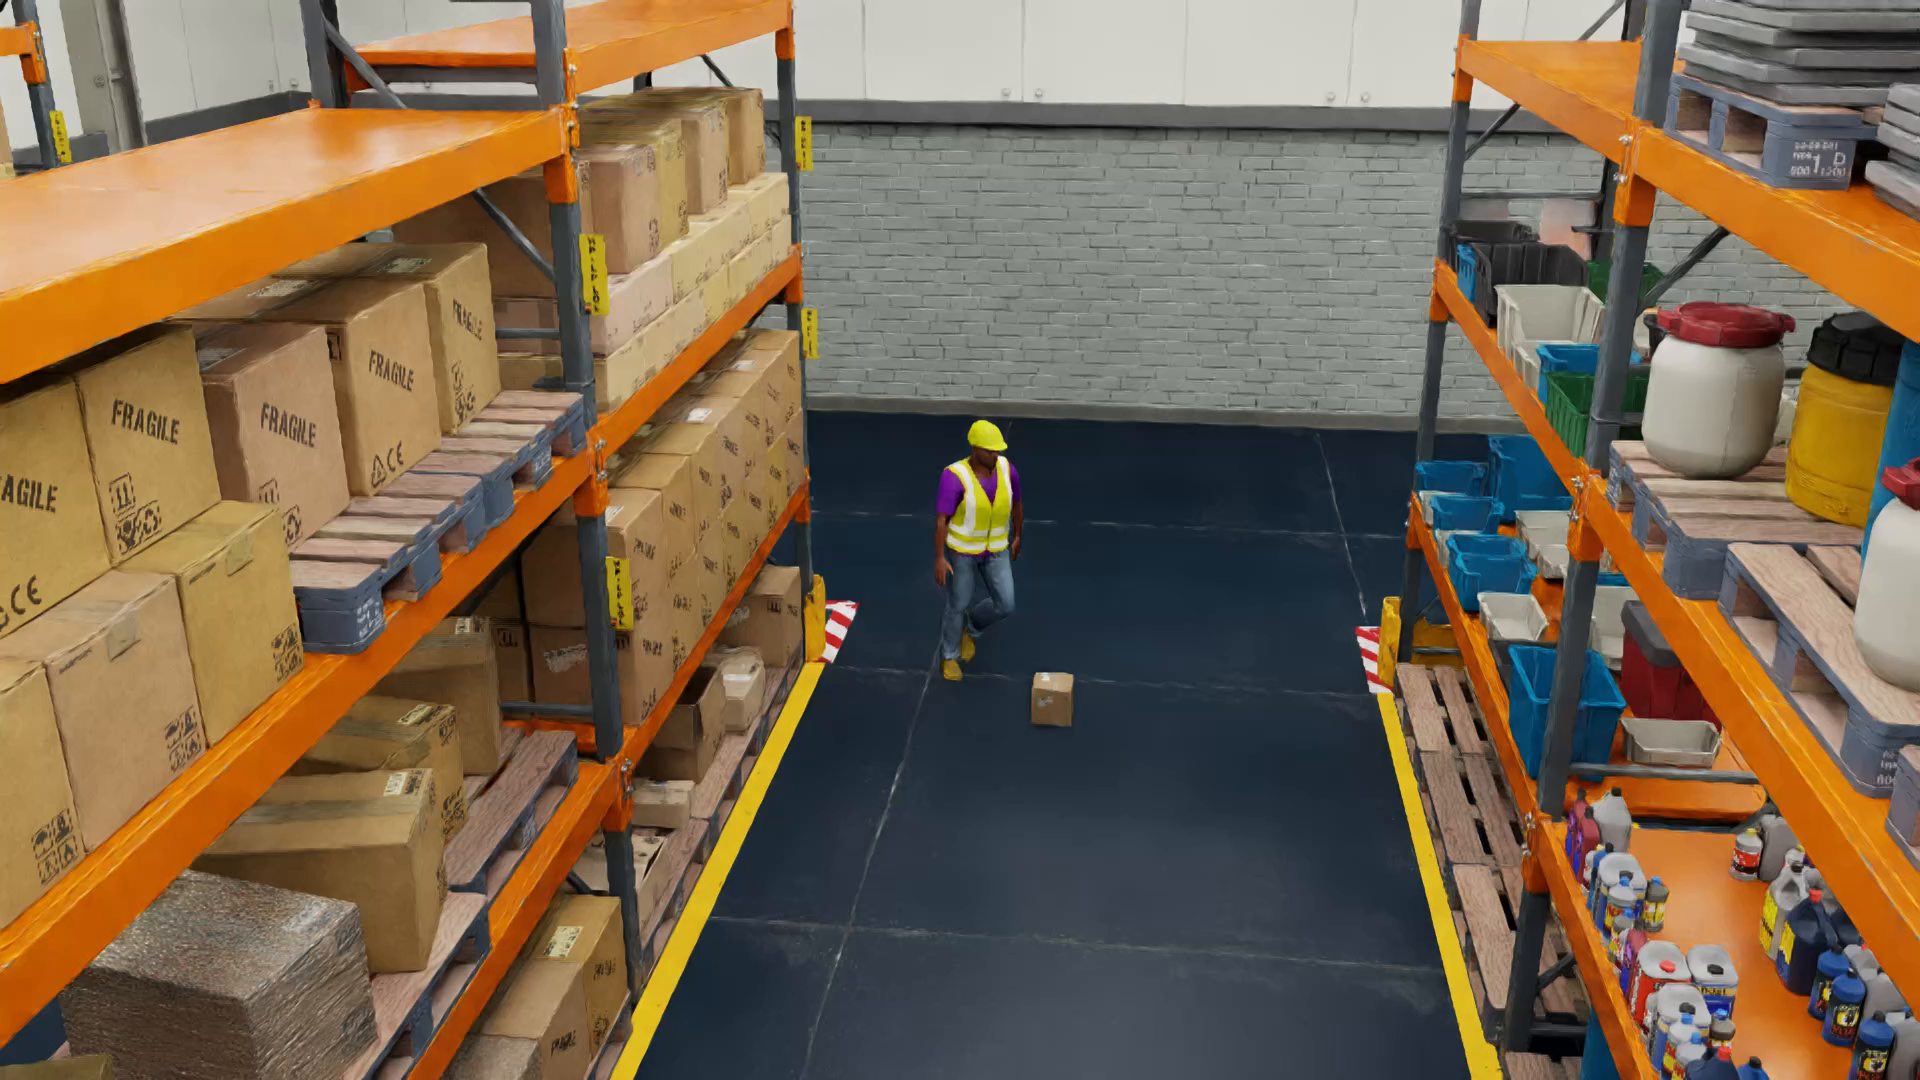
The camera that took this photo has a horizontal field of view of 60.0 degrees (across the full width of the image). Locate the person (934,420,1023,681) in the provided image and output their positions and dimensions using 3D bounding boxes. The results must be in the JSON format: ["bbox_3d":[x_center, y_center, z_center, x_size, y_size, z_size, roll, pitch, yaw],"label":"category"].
[{"bbox_3d":[0.098,0.046,10.883,0.726,1.752,0.494,-10,23,-25],"label":"person"}]
